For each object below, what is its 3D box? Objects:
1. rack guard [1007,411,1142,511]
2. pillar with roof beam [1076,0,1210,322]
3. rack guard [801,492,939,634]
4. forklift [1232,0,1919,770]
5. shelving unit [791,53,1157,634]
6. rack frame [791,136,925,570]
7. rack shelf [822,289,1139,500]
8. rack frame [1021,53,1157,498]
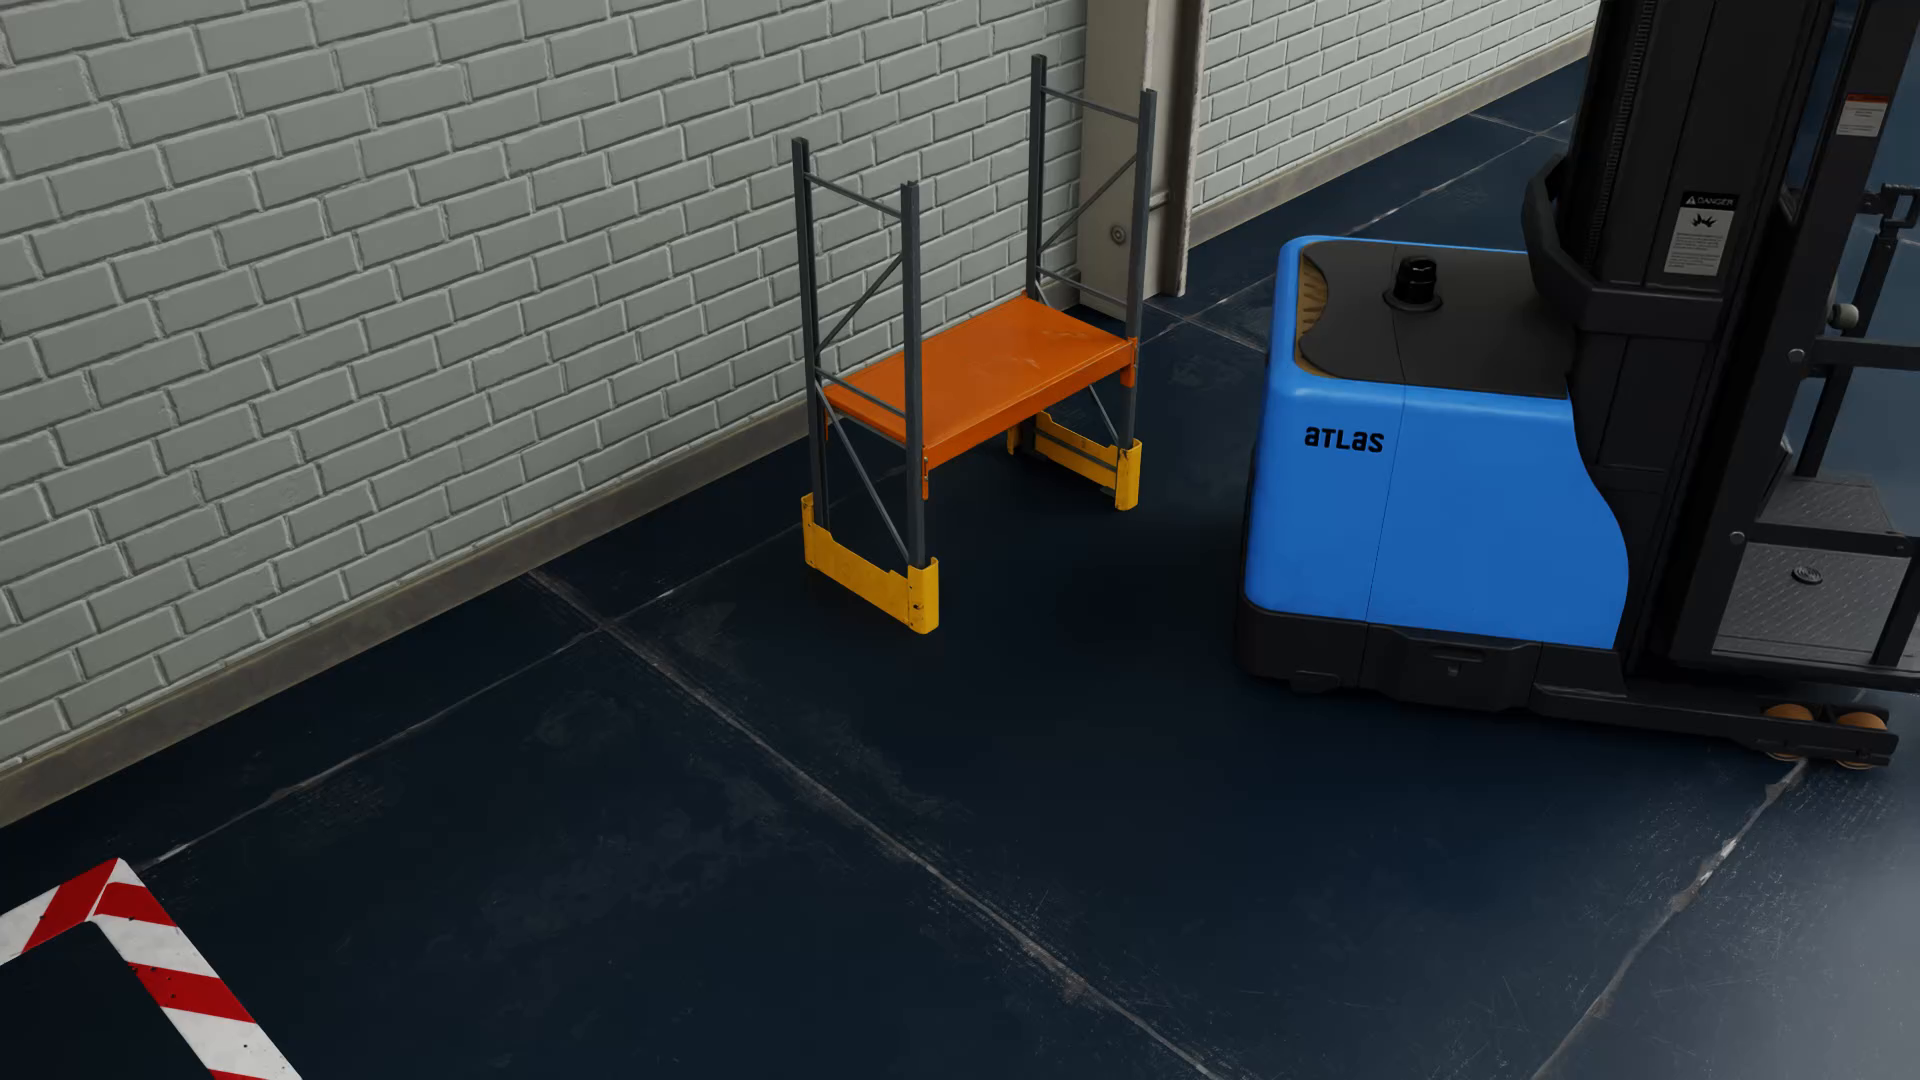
[{"bbox_3d":[0.405,-0.336,6.013,0.587,0.250,0.087,30,45,35],"label":"rack guard"},{"bbox_3d":[3.798,-3.021,2.216,9.100,9.000,0.400,30,45,35],"label":"pillar with roof beam"},{"bbox_3d":[-0.297,0.069,5.433,0.587,0.250,0.087,30,45,35],"label":"rack guard"},{"bbox_3d":[2.406,-0.871,4.437,3.031,2.935,1.130,6,35,9],"label":"forklift"},{"bbox_3d":[0.054,-0.646,5.365,0.587,1.500,1.083,30,45,35],"label":"shelving unit"},{"bbox_3d":[-0.298,-0.443,5.075,0.500,1.500,0.032,30,45,35],"label":"rack frame"},{"bbox_3d":[0.060,-0.502,5.474,0.538,0.185,1.000,30,45,35],"label":"rack shelf"},{"bbox_3d":[0.418,-0.856,5.667,0.500,1.500,0.032,30,45,35],"label":"rack frame"}]
